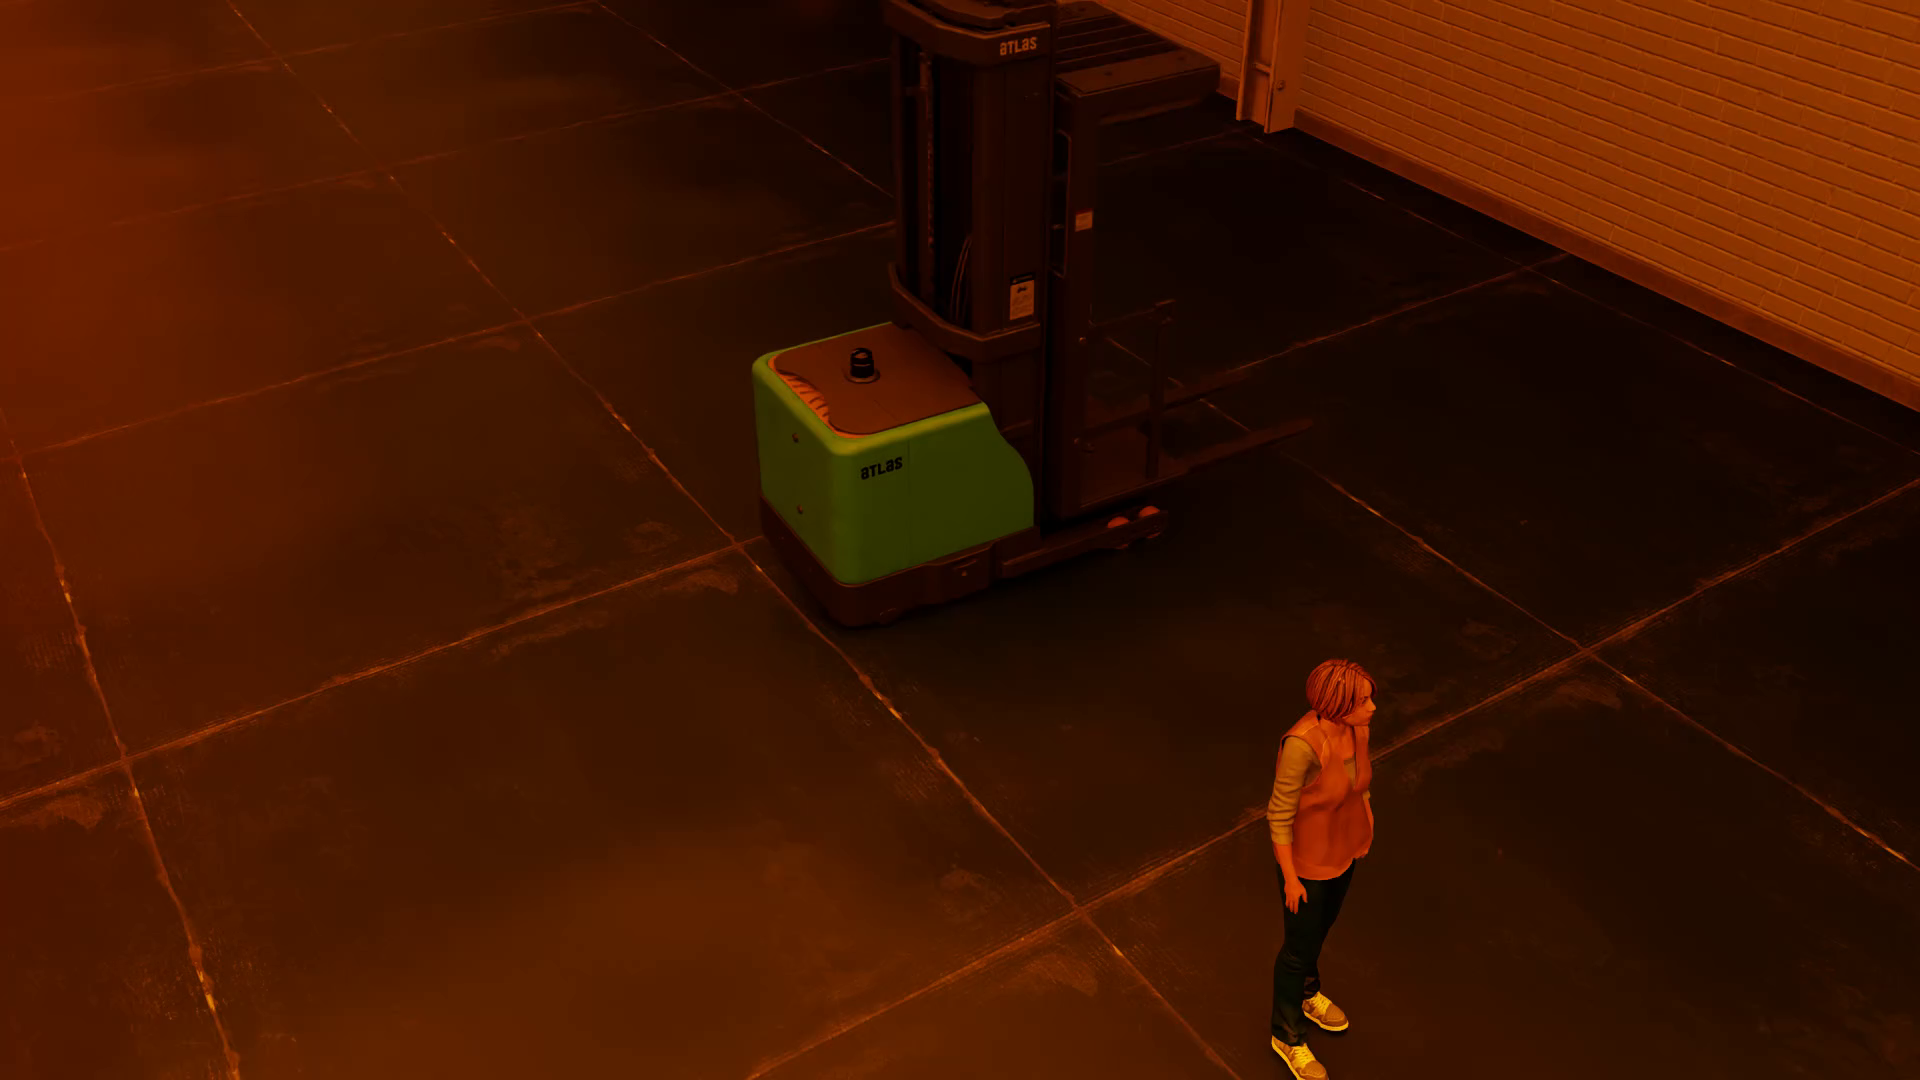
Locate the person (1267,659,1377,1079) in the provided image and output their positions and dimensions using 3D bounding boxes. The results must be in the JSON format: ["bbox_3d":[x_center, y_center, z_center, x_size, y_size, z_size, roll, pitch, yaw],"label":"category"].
[{"bbox_3d":[1.290,1.116,5.707,0.520,1.597,0.475,-29,44,-35],"label":"person"}]

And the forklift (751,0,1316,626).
[{"bbox_3d":[0.503,-1.397,8.136,3.031,2.935,1.130,-18,39,-24],"label":"forklift"}]
